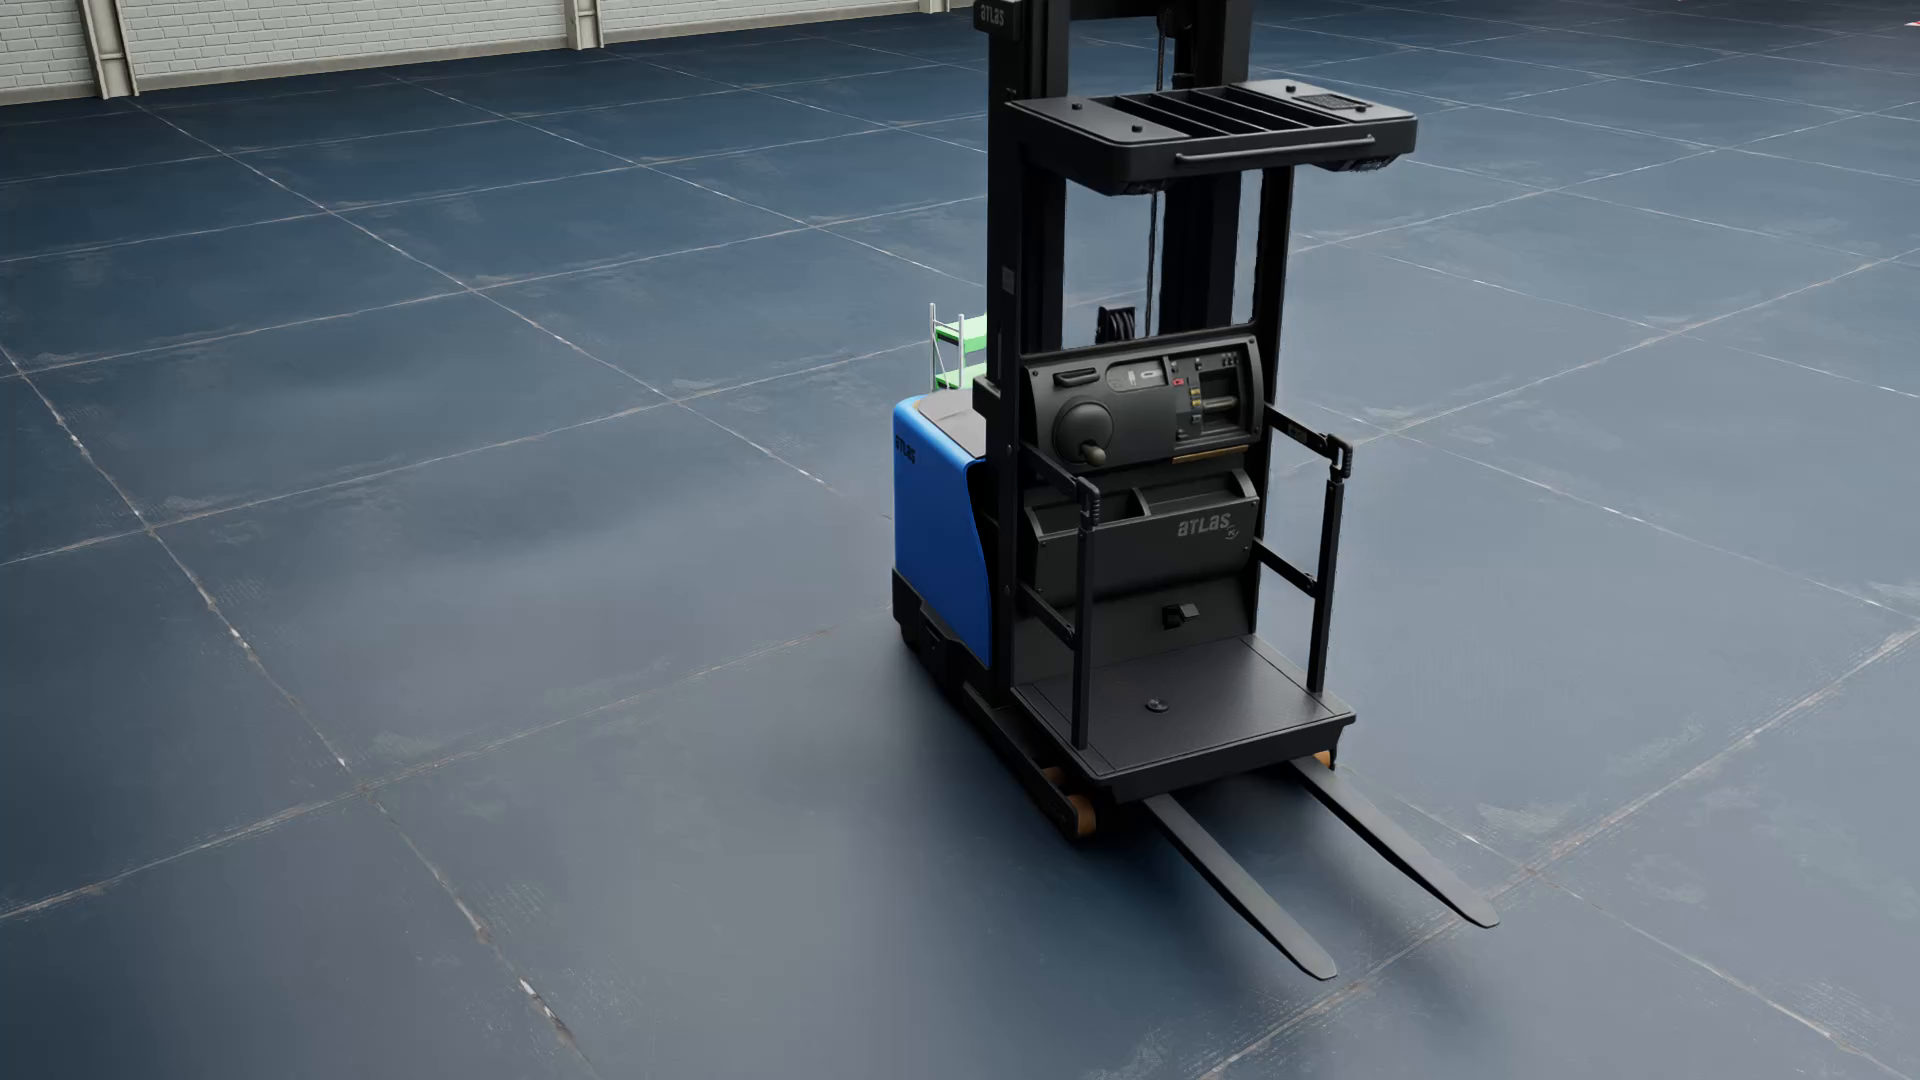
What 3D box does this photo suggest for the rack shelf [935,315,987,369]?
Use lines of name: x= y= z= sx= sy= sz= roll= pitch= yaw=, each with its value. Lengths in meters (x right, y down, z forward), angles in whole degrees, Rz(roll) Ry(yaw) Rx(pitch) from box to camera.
rack shelf: x=0.130 y=-0.965 z=7.915 sx=0.480 sy=0.148 sz=0.258 roll=-18 pitch=31 yaw=-34

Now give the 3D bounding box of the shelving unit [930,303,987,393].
shelving unit: x=0.130 y=-0.587 z=8.090 sx=0.503 sy=1.200 sz=0.258 roll=-18 pitch=31 yaw=-34

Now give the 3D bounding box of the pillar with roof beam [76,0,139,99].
pillar with roof beam: x=-7.197 y=-7.859 z=14.495 sx=0.400 sy=9.000 sz=9.100 roll=-18 pitch=31 yaw=-34

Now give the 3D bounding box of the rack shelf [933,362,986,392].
rack shelf: x=0.130 y=-0.747 z=8.016 sx=0.480 sy=0.148 sz=0.258 roll=-18 pitch=31 yaw=-34

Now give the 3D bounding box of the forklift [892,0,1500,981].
forklift: x=0.761 y=-0.465 z=5.770 sx=1.130 sy=2.935 sz=3.031 roll=-11 pitch=27 yaw=-22

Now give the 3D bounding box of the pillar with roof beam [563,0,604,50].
pillar with roof beam: x=-2.476 y=-9.418 z=17.853 sx=0.400 sy=9.000 sz=9.100 roll=-18 pitch=31 yaw=-34

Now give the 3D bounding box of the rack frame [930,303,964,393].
rack frame: x=-0.062 y=-0.524 z=7.953 sx=0.015 sy=1.200 sz=0.240 roll=-18 pitch=31 yaw=-34

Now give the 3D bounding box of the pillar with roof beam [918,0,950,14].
pillar with roof beam: x=2.246 y=-10.977 z=21.212 sx=0.400 sy=9.000 sz=9.100 roll=-18 pitch=31 yaw=-34
